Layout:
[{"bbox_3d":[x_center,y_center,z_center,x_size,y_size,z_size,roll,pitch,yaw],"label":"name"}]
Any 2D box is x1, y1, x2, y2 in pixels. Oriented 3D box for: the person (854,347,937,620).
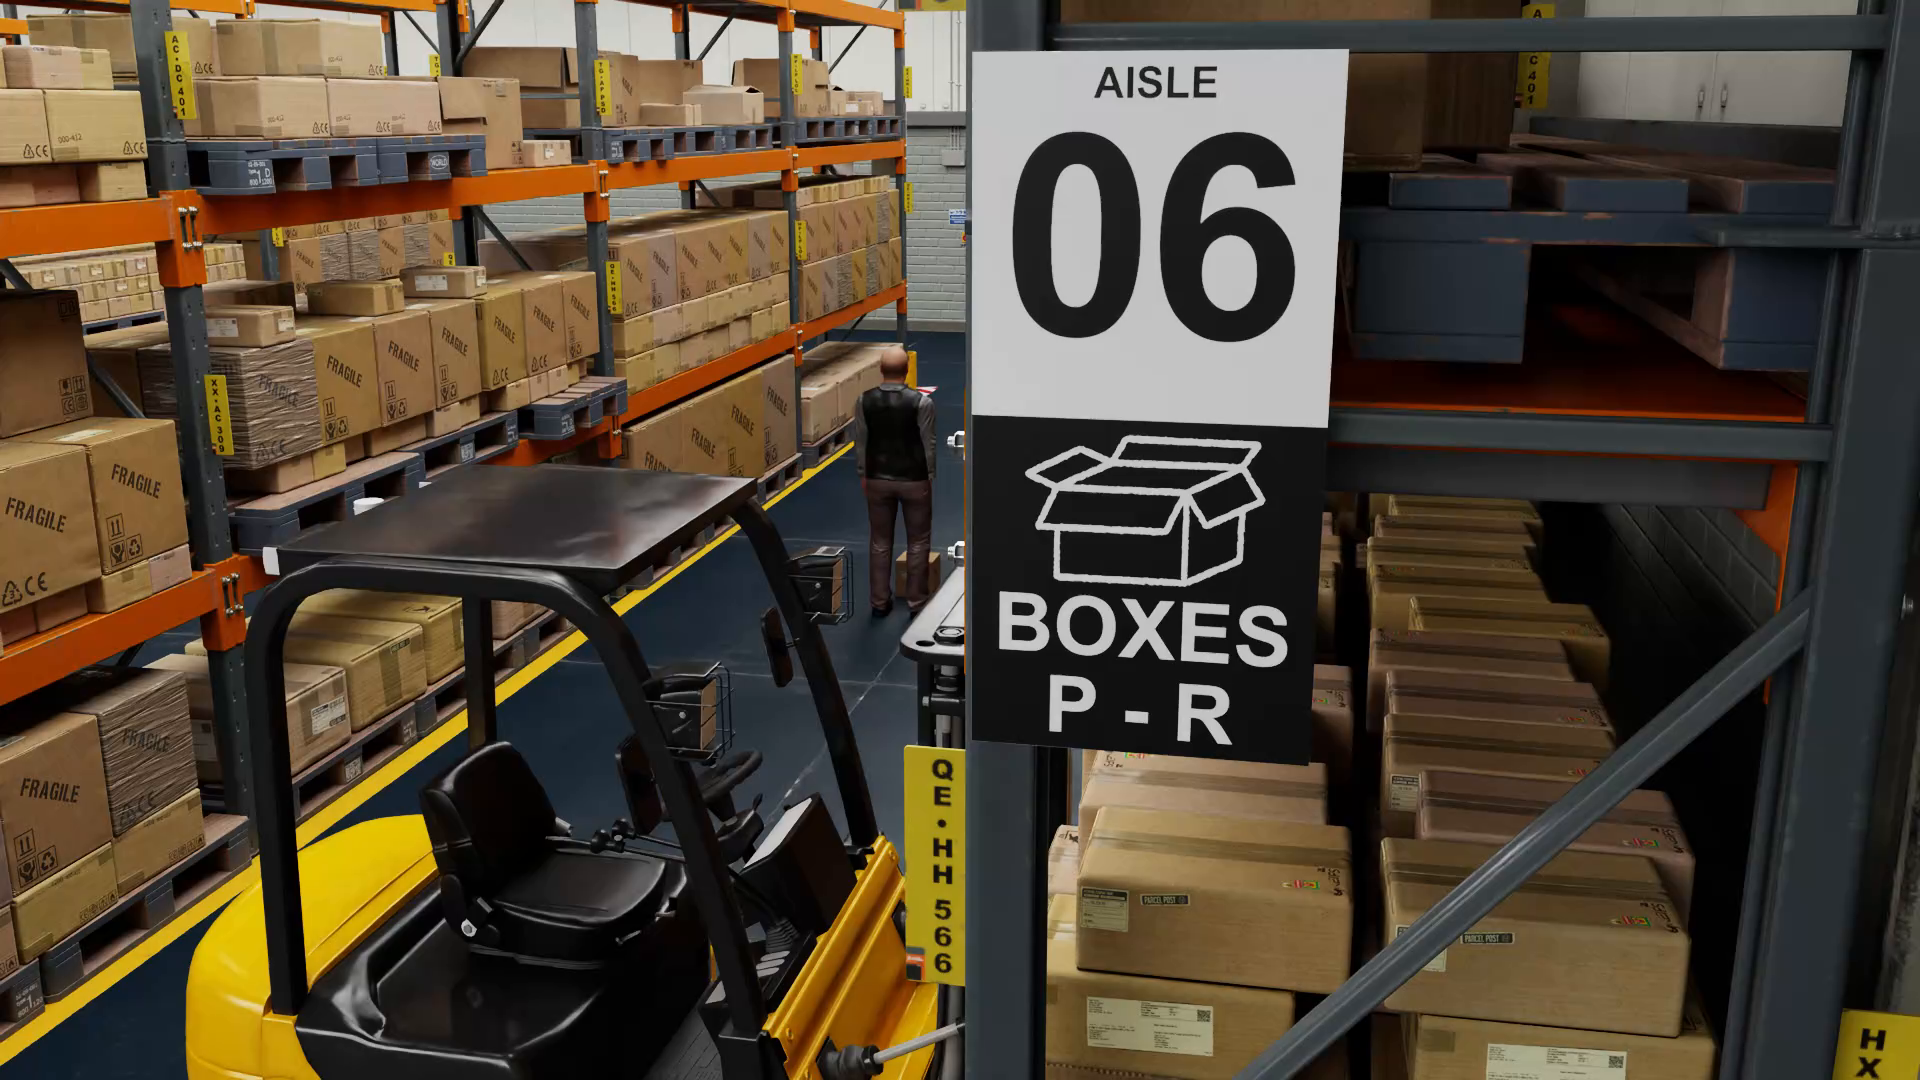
[{"bbox_3d":[-0.400,-0.357,10.455,0.533,1.715,0.359,3,15,12],"label":"person"}]
